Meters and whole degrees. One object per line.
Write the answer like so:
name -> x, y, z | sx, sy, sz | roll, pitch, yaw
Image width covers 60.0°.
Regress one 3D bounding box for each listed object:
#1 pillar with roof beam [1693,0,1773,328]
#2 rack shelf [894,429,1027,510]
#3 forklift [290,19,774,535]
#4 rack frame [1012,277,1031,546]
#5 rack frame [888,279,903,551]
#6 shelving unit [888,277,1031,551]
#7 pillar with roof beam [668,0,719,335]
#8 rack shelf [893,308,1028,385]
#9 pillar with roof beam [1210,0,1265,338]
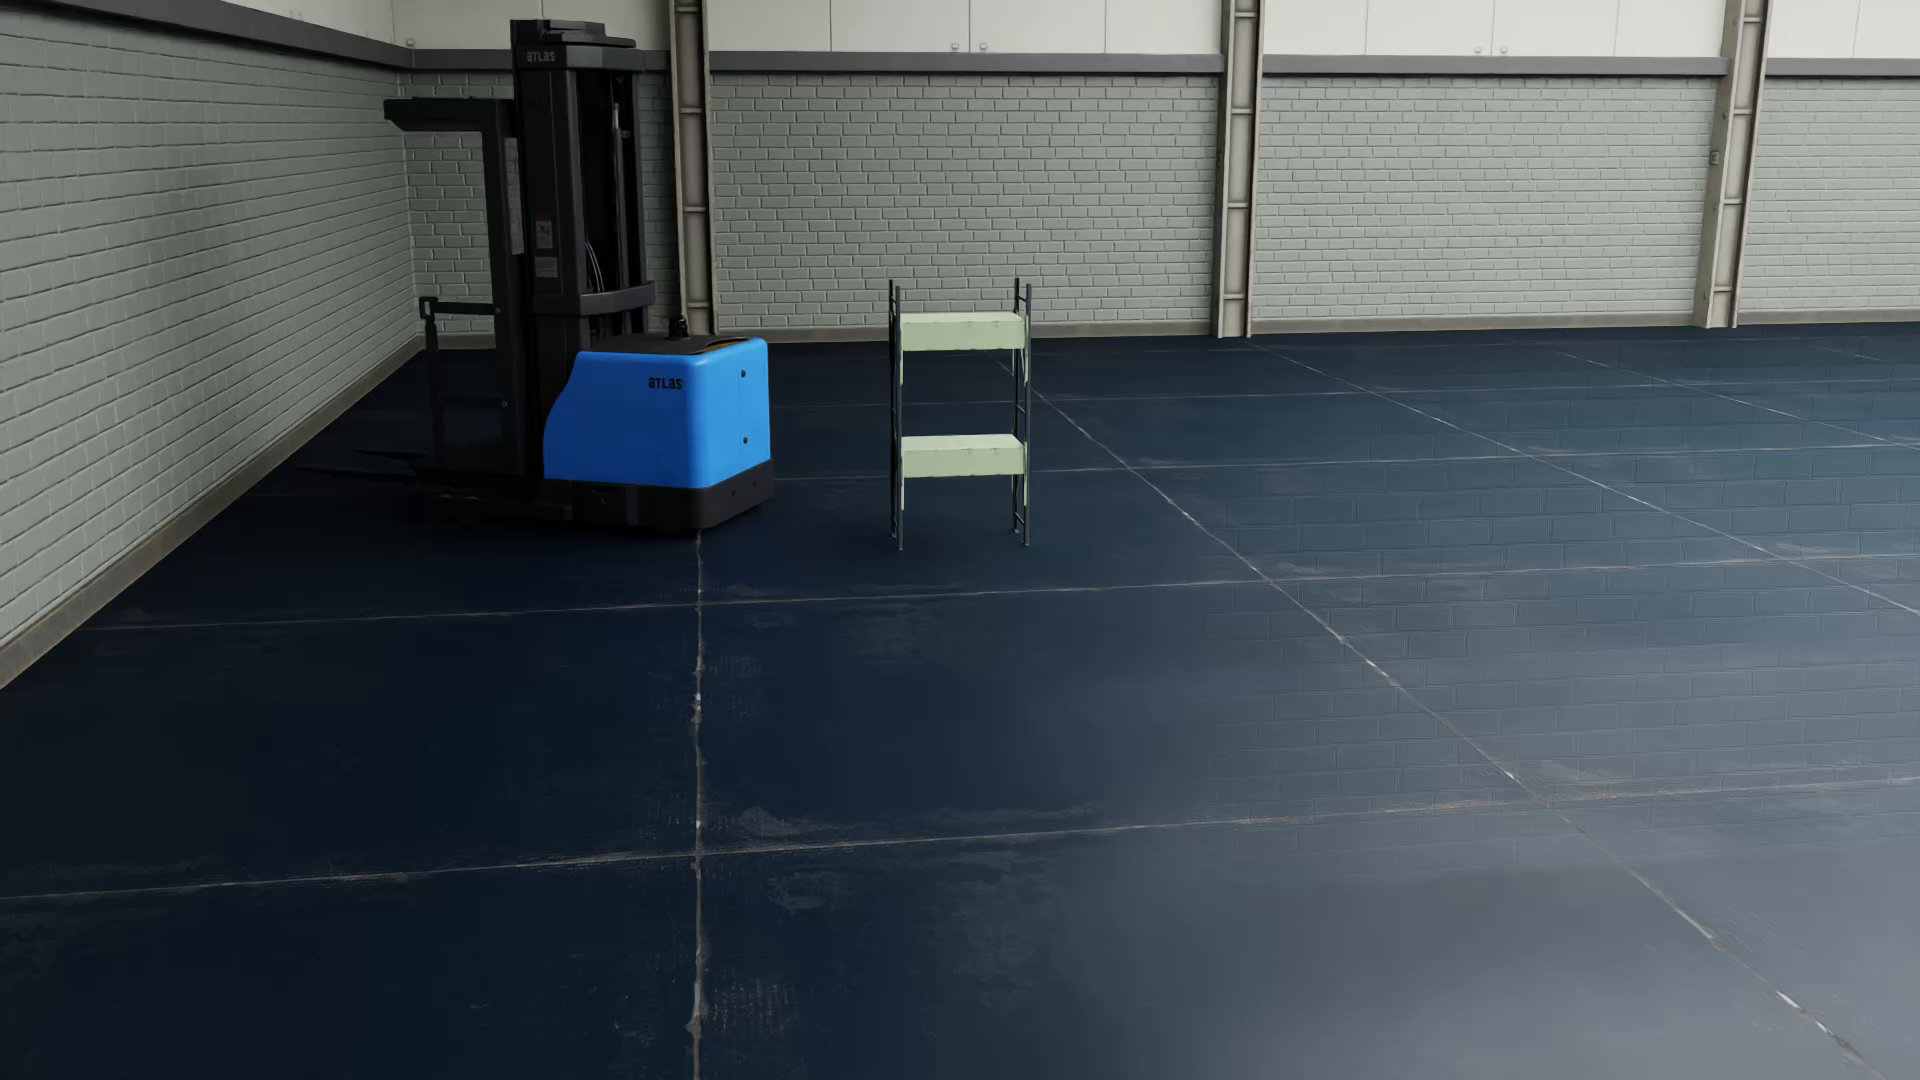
pillar with roof beam -> 9.672, -5.887, 14.698 | 0.400, 9.000, 9.100 | -2, 14, -8
rack shelf -> -0.007, -0.411, 9.618 | 0.720, 0.370, 0.431 | -2, 14, -8
forklift -> -2.756, -1.639, 10.232 | 3.031, 2.935, 1.130 | 4, 15, 17
rack frame -> 0.355, -0.740, 9.591 | 0.023, 1.500, 0.400 | -2, 14, -8
rack frame -> -0.369, -0.714, 9.486 | 0.023, 1.500, 0.400 | -2, 14, -8
shelving unit -> -0.007, -0.727, 9.538 | 0.755, 1.500, 0.431 | -2, 14, -8
pillar with roof beam -> -2.194, -5.453, 12.964 | 0.400, 9.000, 9.100 | -2, 14, -8
rack shelf -> -0.007, -1.106, 9.443 | 0.720, 0.370, 0.431 | -2, 14, -8
pillar with roof beam -> 3.739, -5.670, 13.831 | 0.400, 9.000, 9.100 | -2, 14, -8
